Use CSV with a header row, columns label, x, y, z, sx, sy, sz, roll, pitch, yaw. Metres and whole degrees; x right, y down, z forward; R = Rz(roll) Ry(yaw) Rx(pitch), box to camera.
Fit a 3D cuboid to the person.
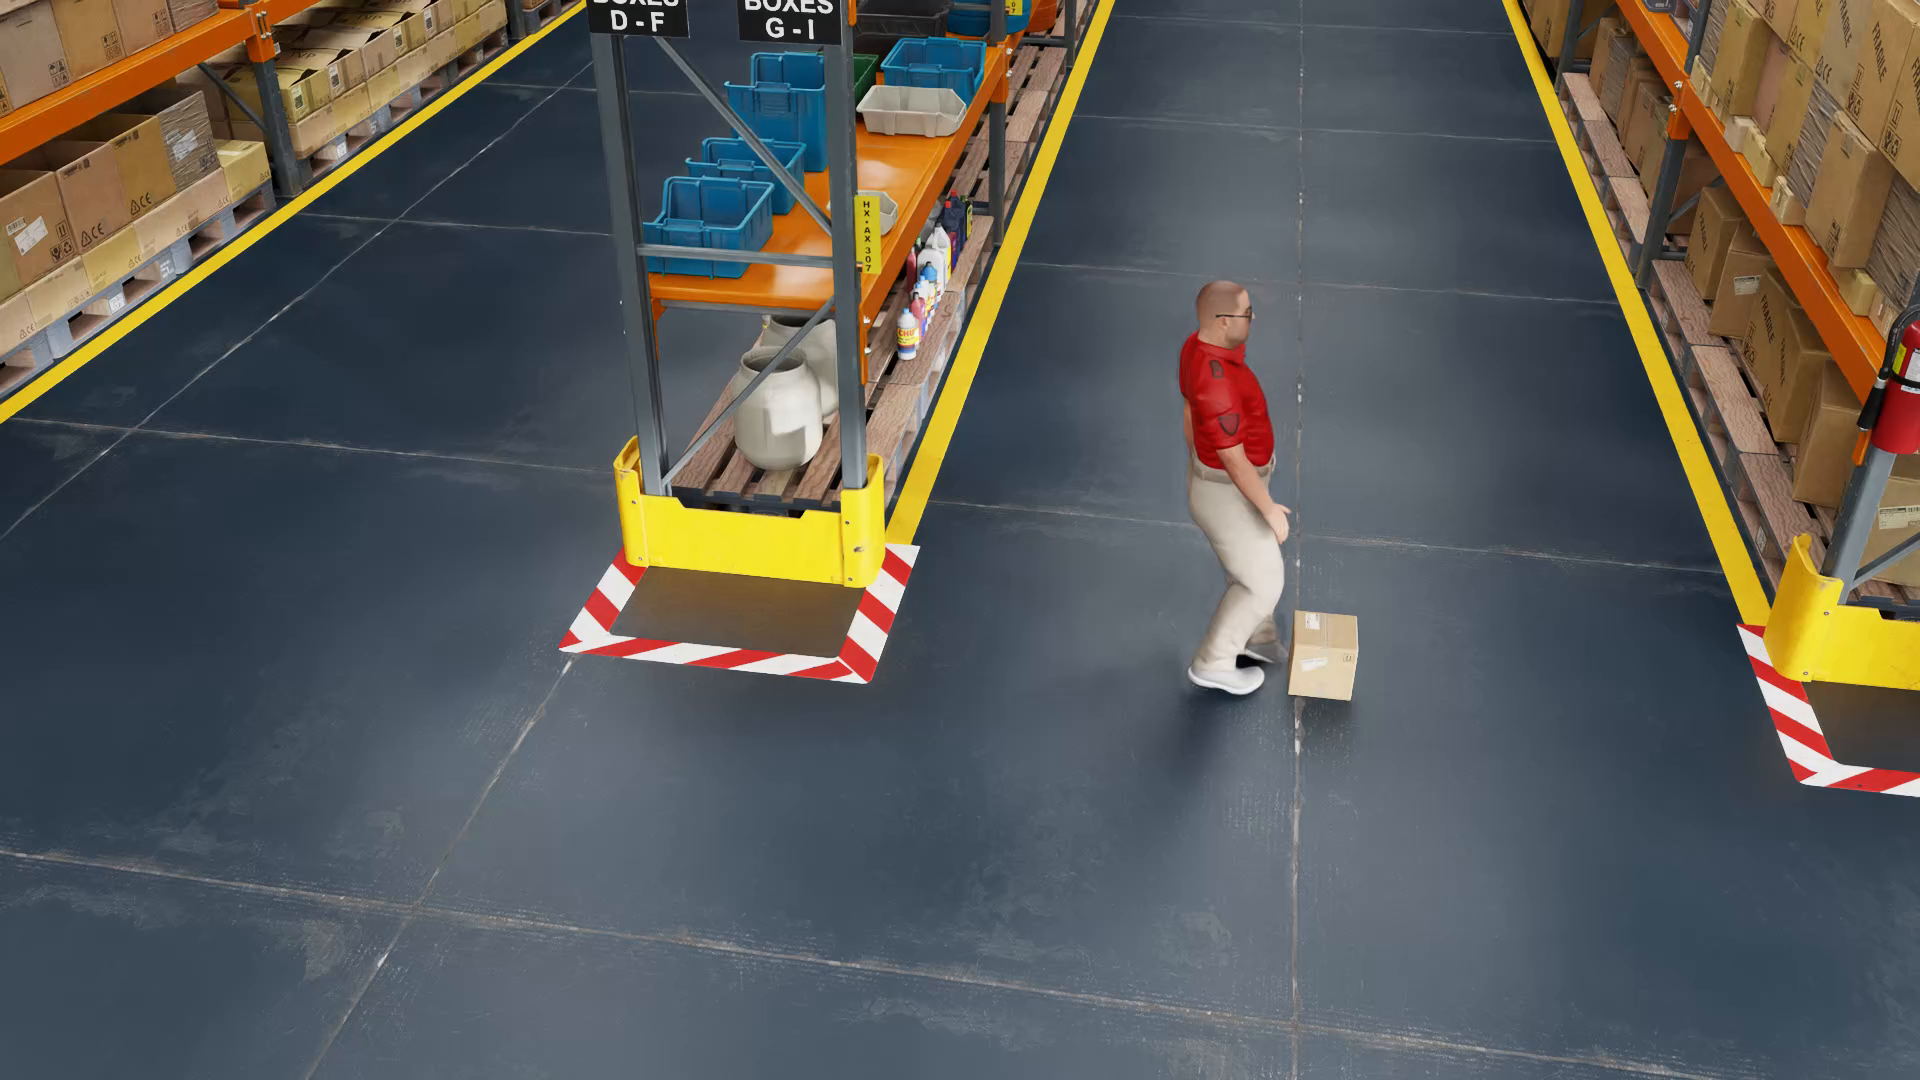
label,x,y,z,sx,sy,sz,roll,pitch,yaw
person,1.144,-0.154,6.469,0.617,1.799,0.585,0,32,0
